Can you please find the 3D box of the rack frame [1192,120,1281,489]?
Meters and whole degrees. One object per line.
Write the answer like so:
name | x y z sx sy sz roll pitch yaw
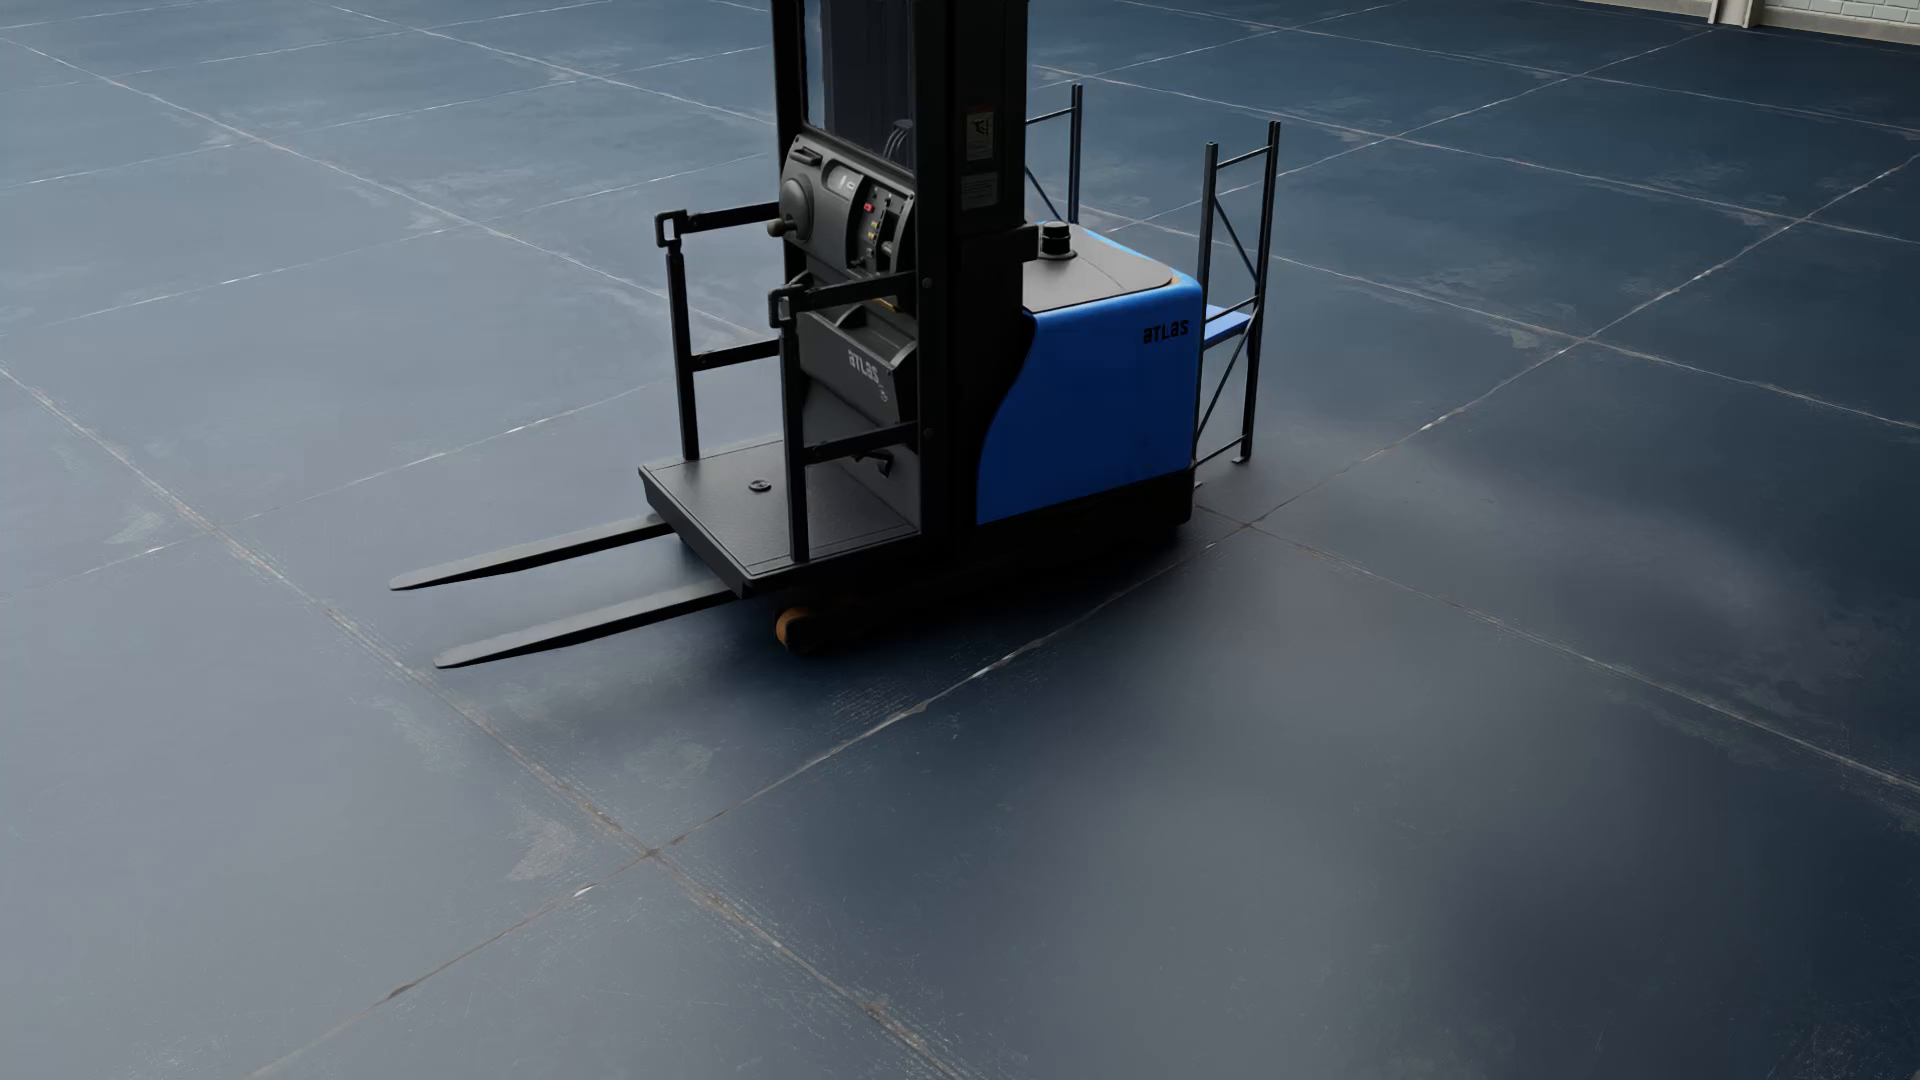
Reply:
rack frame | 1.131 -0.959 6.962 0.032 1.500 0.500 22 35 36

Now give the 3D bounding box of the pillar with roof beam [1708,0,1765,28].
pillar with roof beam | 4.662 -7.682 11.690 0.400 9.000 9.100 25 36 38

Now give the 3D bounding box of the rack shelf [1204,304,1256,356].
rack shelf | 0.749 -0.956 7.343 1.000 0.185 0.538 22 35 36

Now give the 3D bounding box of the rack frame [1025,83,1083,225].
rack frame | 0.368 -1.272 7.557 0.032 1.500 0.500 22 35 36

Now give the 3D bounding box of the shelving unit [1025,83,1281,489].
shelving unit | 0.749 -1.115 7.260 1.048 1.500 0.538 22 35 36

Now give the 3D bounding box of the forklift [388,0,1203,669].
forklift | -0.587 -1.172 5.829 3.031 2.935 1.130 -15 31 -27
